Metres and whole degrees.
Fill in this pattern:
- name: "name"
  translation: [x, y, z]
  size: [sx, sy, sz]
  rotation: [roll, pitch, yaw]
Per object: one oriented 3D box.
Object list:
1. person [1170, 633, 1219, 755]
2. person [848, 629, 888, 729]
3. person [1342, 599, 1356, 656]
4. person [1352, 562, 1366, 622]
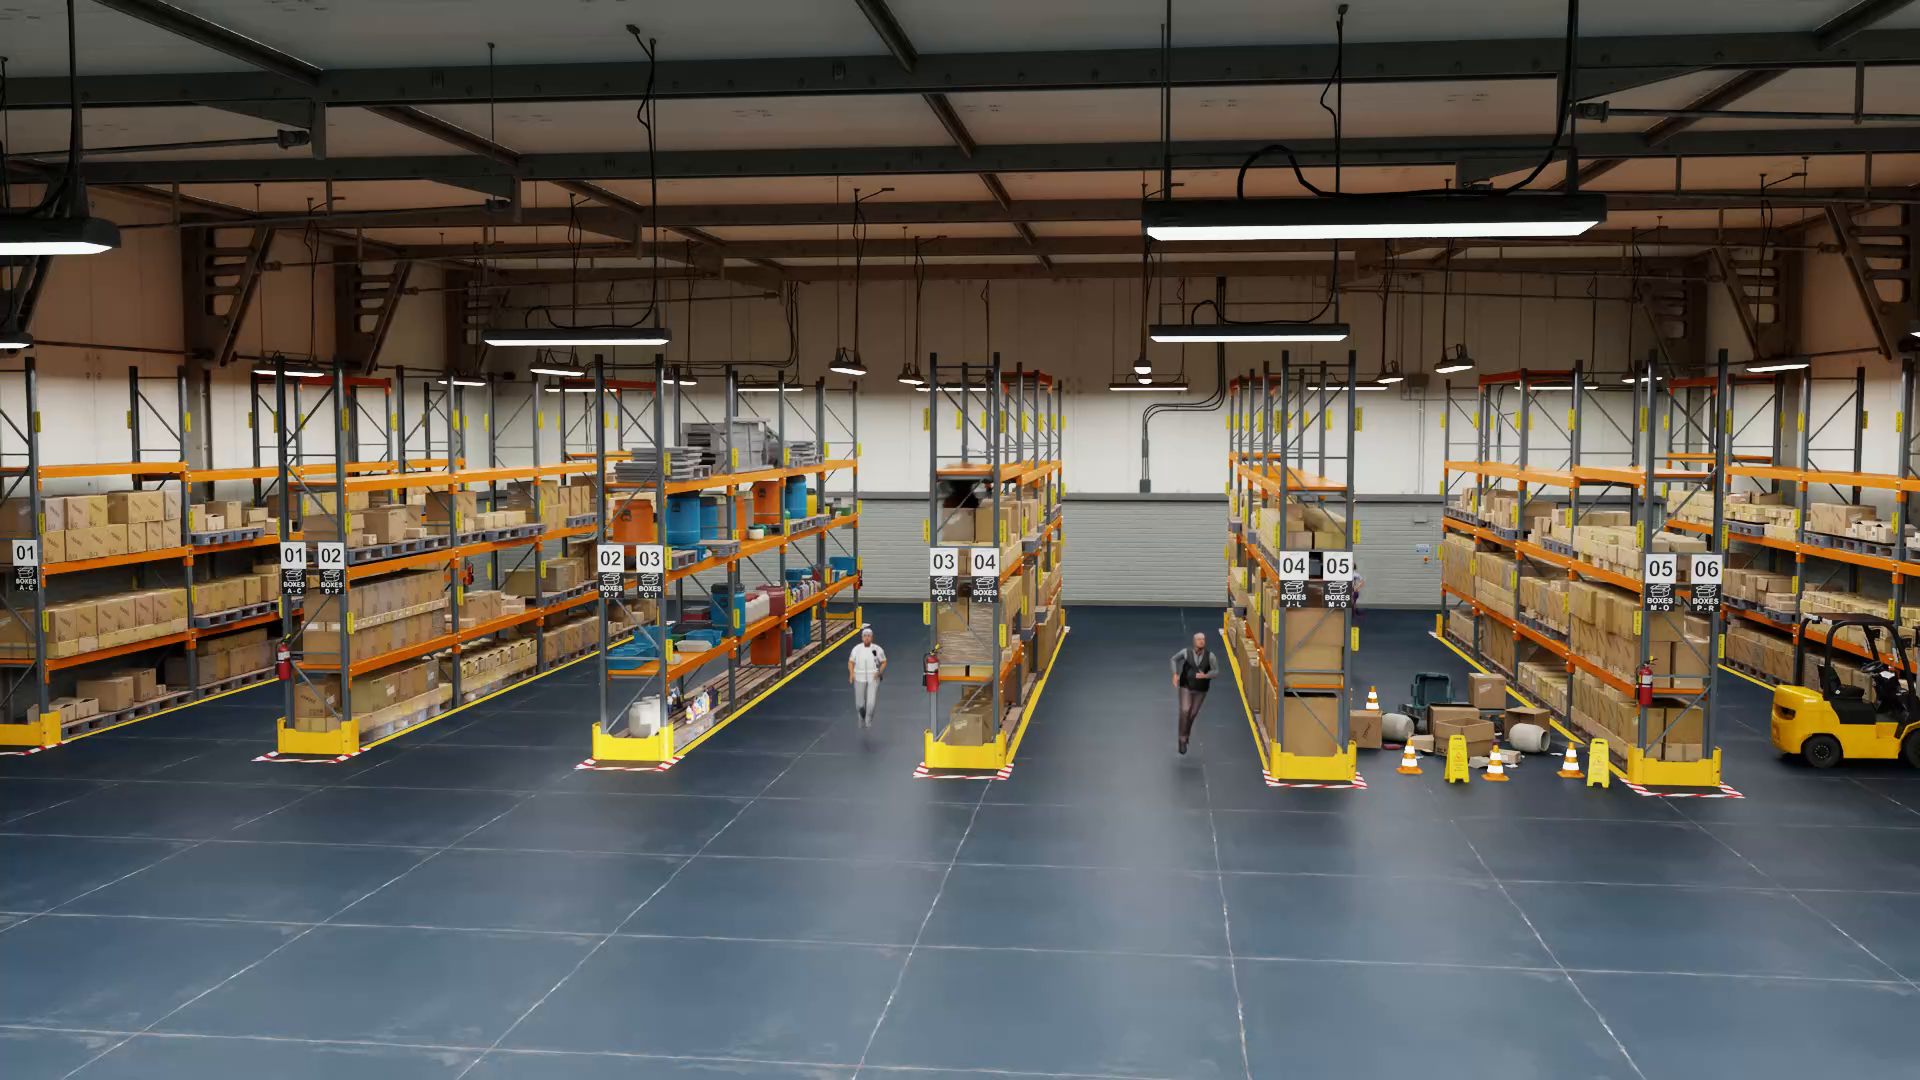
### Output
- name: "person"
  translation: [3.452, 2.215, 24.407]
  size: [0.680, 1.716, 0.886]
  rotation: [0, 4, -4]
- name: "person"
  translation: [-1.433, 2.164, 25.689]
  size: [0.616, 1.587, 0.508]
  rotation: [0, 4, 1]
- name: "person"
  translation: [7.774, 1.718, 34.237]
  size: [0.705, 1.737, 0.631]
  rotation: [0, 4, 6]
- name: "person"
  translation: [9.588, 1.348, 40.565]
  size: [0.769, 1.624, 0.607]
  rotation: [-1, 4, -12]
